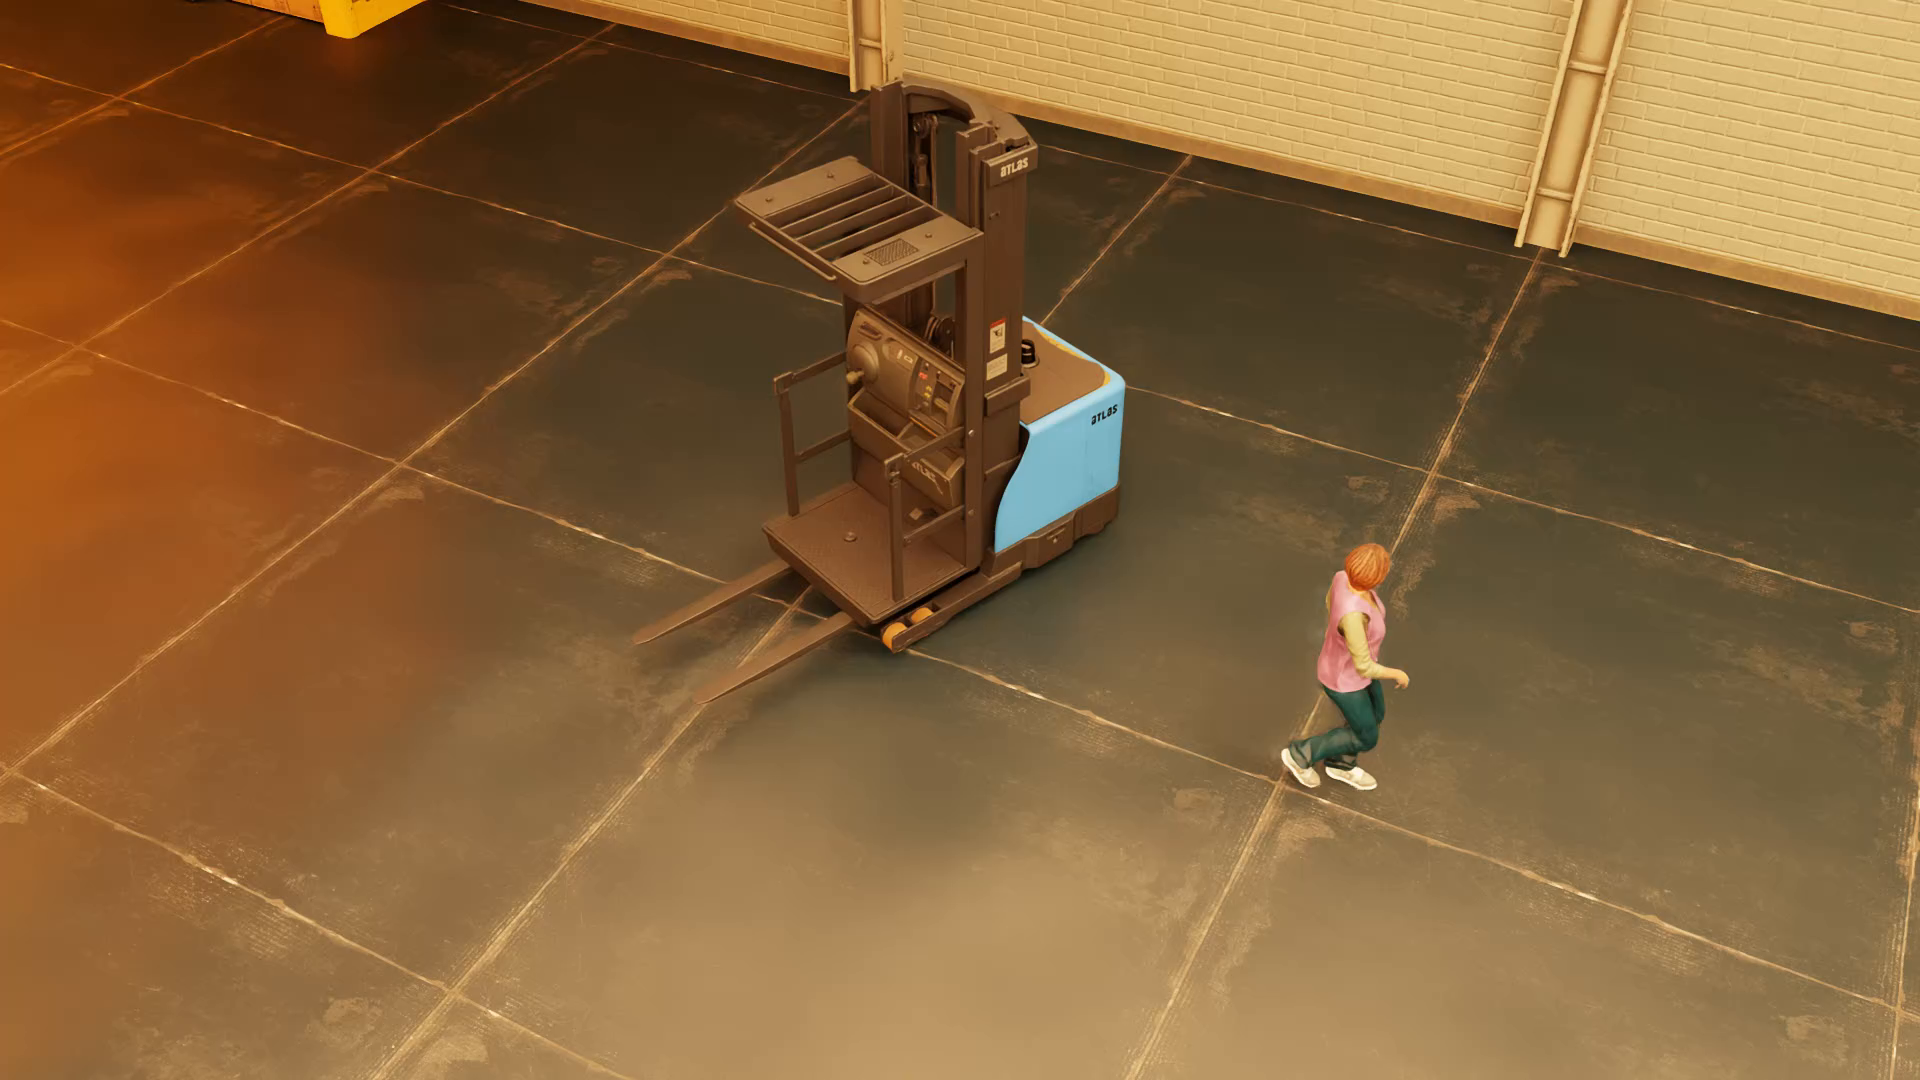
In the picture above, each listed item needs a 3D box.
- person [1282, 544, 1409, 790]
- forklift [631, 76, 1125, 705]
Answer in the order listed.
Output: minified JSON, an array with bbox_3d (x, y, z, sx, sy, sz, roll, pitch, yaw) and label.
[{"bbox_3d":[1.973,0.639,8.313,0.533,1.547,0.595,13,42,15],"label":"person"},{"bbox_3d":[-0.465,-0.867,9.016,3.031,2.935,1.130,-29,48,-30],"label":"forklift"}]
